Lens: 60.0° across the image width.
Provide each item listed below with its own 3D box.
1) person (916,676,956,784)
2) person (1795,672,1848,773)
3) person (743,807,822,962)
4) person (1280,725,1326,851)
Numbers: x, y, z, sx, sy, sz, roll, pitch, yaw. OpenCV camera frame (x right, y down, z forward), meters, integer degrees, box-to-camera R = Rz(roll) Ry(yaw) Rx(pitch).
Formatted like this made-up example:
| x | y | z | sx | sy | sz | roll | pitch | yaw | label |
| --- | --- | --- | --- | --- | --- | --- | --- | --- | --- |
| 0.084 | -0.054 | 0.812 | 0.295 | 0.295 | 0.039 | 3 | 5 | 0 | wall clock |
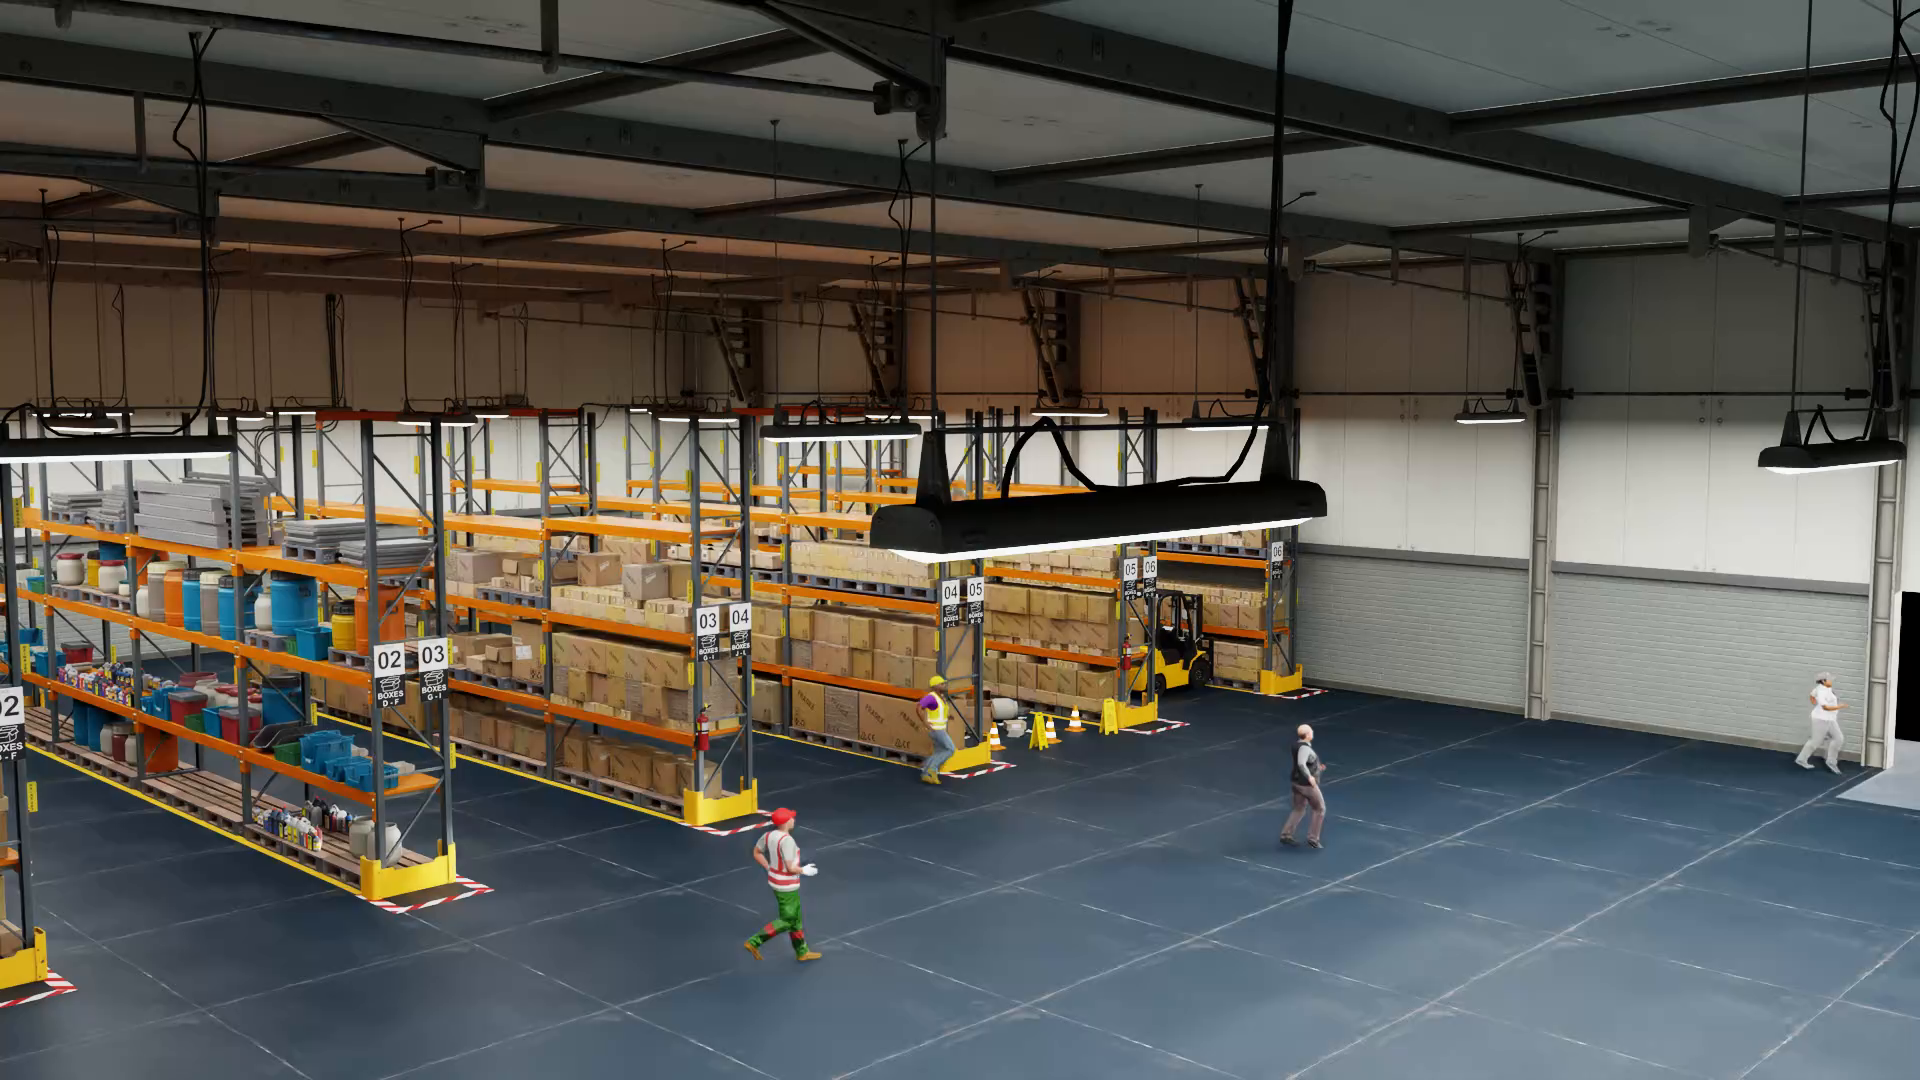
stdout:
| x | y | z | sx | sy | sz | roll | pitch | yaw | label |
| --- | --- | --- | --- | --- | --- | --- | --- | --- | --- |
| -0.353 | 3.075 | 27.023 | 0.609 | 1.722 | 0.714 | 1 | 5 | 10 | person |
| 14.401 | 3.052 | 27.761 | 0.746 | 1.730 | 0.576 | 4 | 6 | 37 | person |
| -1.939 | 3.820 | 18.324 | 0.910 | 1.774 | 0.653 | -3 | 6 | -28 | person |
| 4.775 | 3.448 | 23.068 | 0.675 | 1.791 | 0.658 | -1 | 5 | -15 | person |
